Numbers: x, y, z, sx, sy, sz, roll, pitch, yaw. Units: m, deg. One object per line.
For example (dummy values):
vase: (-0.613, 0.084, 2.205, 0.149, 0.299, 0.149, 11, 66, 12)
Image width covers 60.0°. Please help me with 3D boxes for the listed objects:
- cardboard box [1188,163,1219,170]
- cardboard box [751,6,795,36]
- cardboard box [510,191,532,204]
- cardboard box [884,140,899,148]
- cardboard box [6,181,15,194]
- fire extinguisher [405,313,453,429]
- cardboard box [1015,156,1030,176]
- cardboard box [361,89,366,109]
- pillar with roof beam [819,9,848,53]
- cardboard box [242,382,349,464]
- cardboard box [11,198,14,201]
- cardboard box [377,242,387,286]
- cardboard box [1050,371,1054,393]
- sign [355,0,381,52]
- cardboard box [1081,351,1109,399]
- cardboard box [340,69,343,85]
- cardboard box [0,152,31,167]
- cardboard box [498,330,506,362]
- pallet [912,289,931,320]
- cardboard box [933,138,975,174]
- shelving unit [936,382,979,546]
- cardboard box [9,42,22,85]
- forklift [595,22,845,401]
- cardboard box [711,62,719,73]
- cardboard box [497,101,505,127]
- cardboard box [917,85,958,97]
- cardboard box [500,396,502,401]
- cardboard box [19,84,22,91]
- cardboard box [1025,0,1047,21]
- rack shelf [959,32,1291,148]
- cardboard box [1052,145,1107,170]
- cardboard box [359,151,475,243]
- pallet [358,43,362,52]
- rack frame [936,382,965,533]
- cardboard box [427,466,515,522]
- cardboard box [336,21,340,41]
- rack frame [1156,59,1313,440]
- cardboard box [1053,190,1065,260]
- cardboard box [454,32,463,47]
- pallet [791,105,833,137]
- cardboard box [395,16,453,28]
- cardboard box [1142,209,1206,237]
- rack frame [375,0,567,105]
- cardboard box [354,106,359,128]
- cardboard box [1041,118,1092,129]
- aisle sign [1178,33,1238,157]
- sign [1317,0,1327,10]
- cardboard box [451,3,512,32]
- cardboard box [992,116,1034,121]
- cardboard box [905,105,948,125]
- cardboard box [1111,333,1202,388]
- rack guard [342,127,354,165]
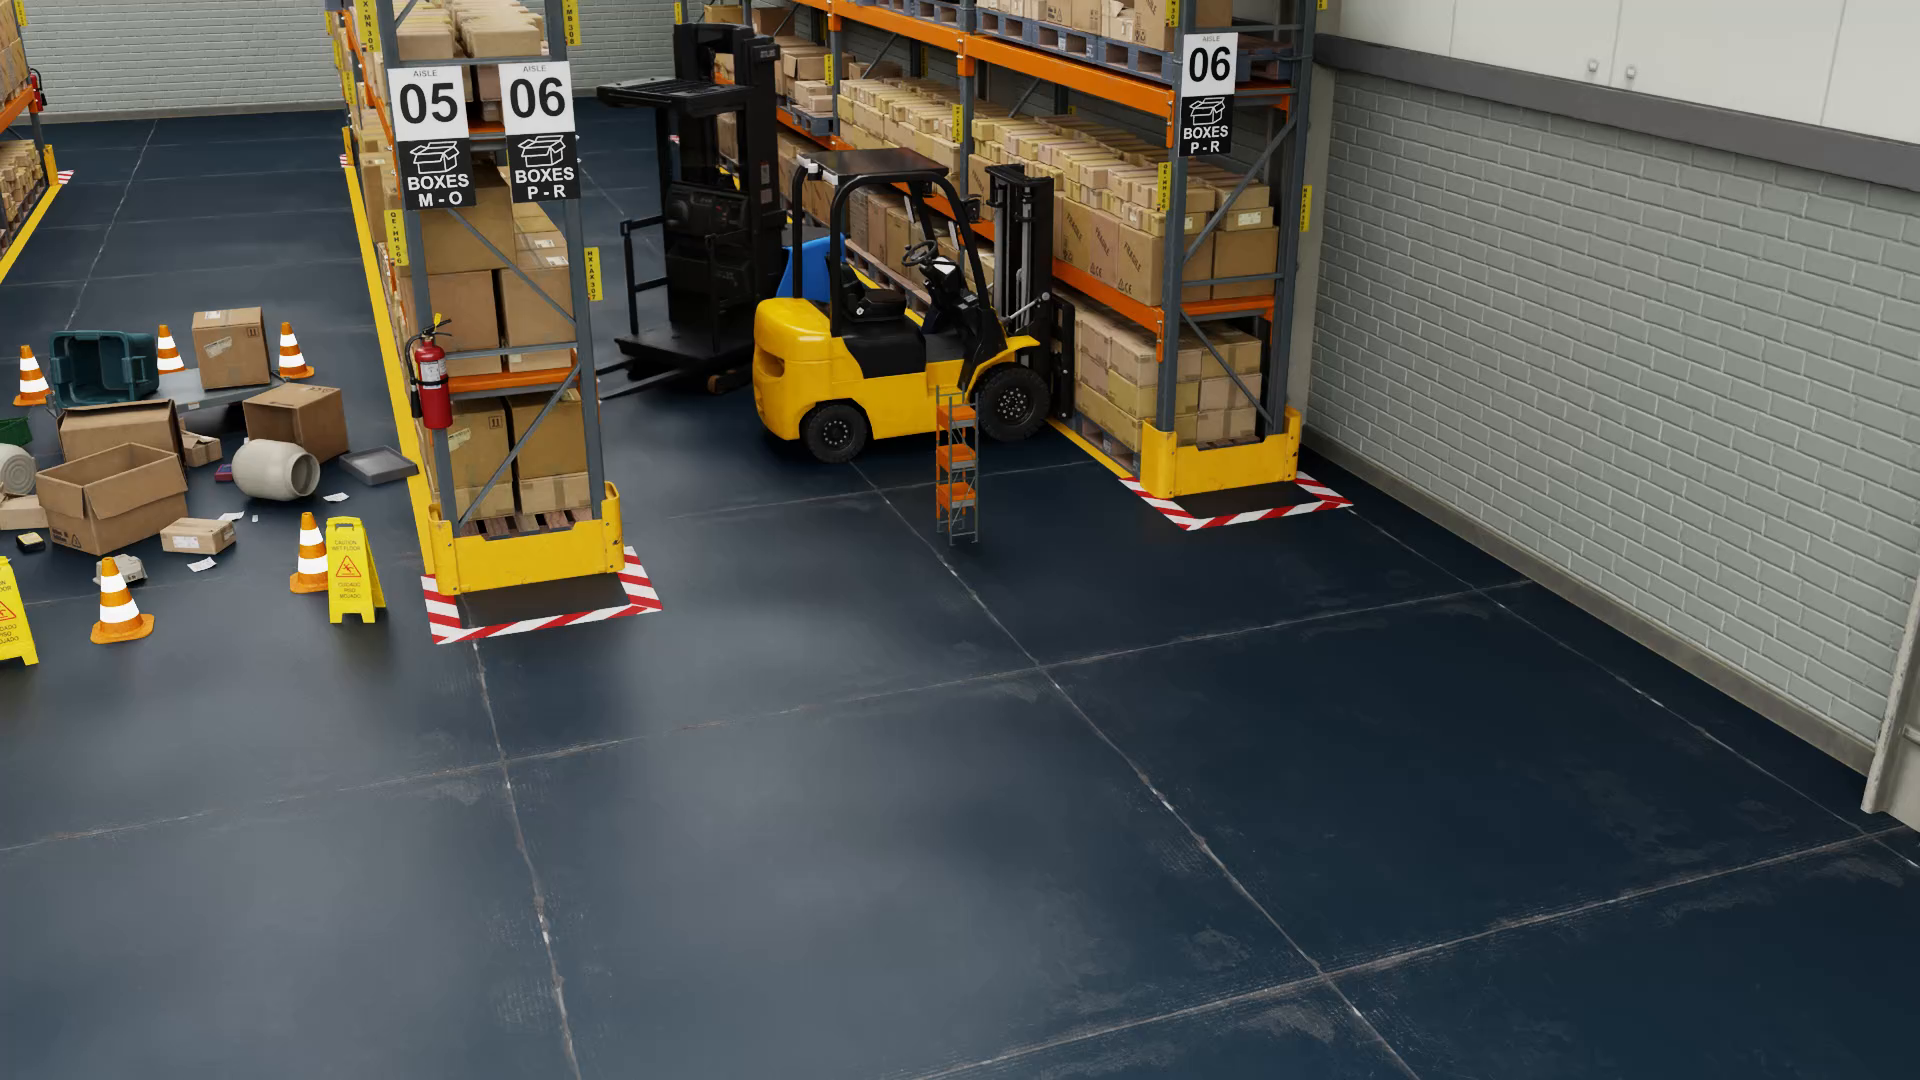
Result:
cardboard box: (1.740, -2.743, 12.548, 0.380, 0.149, 0.250, -8, 24, -19)
cardboard box: (-2.617, -7.175, 23.255, 0.500, 0.500, 0.500, -9, 24, -20)
cardboard box: (-3.390, -2.276, 12.277, 0.500, 0.500, 0.500, -8, 24, -18)
cardboard box: (-0.455, -3.908, 16.853, 0.500, 0.250, 0.500, -8, 24, -17)
cardboard box: (-11.867, -4.343, 20.438, 0.380, 0.149, 0.250, -7, 24, -17)
fire extinguisher: (-3.133, -1.001, 9.862, 0.296, 0.674, 0.183, -8, 24, -19)
cardboard box: (0.673, -3.090, 13.755, 0.380, 0.149, 0.250, -9, 24, -20)
cardboard box: (-5.436, -4.041, 15.923, 0.500, 0.500, 0.500, -7, 24, -16)
pillar with roof beam: (-5.770, -8.734, 20.386, 9.100, 9.000, 0.400, -8, 24, -19)
cardboard box: (-5.050, -0.868, 12.662, 0.500, 0.500, 0.500, 8, 24, 18)
cardboard box: (-11.635, -4.021, 20.059, 0.380, 0.149, 0.250, -8, 24, -19)
cardboard box: (-5.378, -2.824, 16.930, 0.950, 0.372, 0.625, -10, 25, -23)
cardboard box: (0.899, -1.428, 13.775, 0.500, 0.250, 0.500, -8, 24, -17)
sign: (-3.269, -2.862, 9.177, 0.100, 0.325, 0.005, -8, 24, -19)
cardboard box: (1.268, -1.298, 12.823, 0.500, 0.250, 0.500, -9, 24, -20)
cardboard box: (-8.126, -6.420, 22.490, 0.500, 0.500, 0.500, -8, 24, -19)
cardboard box: (-12.141, -4.867, 21.298, 0.380, 0.149, 0.250, -7, 24, -17)
cardboard box: (-2.772, -1.267, 10.717, 0.380, 0.149, 0.250, -8, 24, -18)
pallet: (0.190, -2.254, 16.327, 1.003, 0.211, 1.213, -8, 24, -19)
cardboard box: (0.074, -3.581, 15.435, 0.500, 0.250, 0.500, -9, 24, -20)
shelving unit: (-0.019, -0.503, 11.092, 0.215, 1.050, 0.252, -8, 24, -19)
cardboard box: (-12.413, -6.106, 21.364, 0.500, 0.500, 0.500, -9, 24, -20)
forklift: (-2.307, -2.808, 14.137, 1.130, 2.935, 3.031, 16, 28, 33)
cardboard box: (-3.372, -6.796, 23.837, 0.380, 0.149, 0.250, -8, 24, -18)
cardboard box: (-2.556, -2.573, 9.953, 0.380, 0.149, 0.250, -8, 24, -19)
cardboard box: (-0.239, -4.723, 17.630, 0.380, 0.149, 0.250, -9, 24, -20)
cardboard box: (-2.967, -0.942, 11.657, 0.500, 0.500, 0.500, -9, 25, -21)
cardboard box: (-12.558, -5.948, 21.823, 0.380, 0.149, 0.250, -8, 24, -19)
cardboard box: (0.727, -4.256, 13.127, 0.396, 0.266, 0.258, -9, 24, -20)
rack shelf: (1.193, -3.601, 12.996, 1.077, 0.370, 4.000, -8, 24, -19)
cardboard box: (0.956, -3.057, 13.294, 0.380, 0.149, 0.250, -8, 24, -19)
cardboard box: (-3.575, -2.297, 11.038, 0.700, 0.500, 0.500, -9, 24, -20)
pallet: (-4.274, -4.129, 13.564, 1.213, 0.211, 1.003, -8, 24, -19)
rack frame: (-0.062, -0.548, 11.197, 0.200, 1.050, 0.008, -8, 24, -19)
cardboard box: (-3.288, -0.333, 11.178, 0.500, 0.250, 0.500, -8, 24, -19)
cardboard box: (-7.407, -6.142, 20.543, 0.500, 0.500, 0.500, -9, 24, -19)
rack frame: (1.900, -1.823, 11.714, 1.000, 3.000, 0.127, -8, 24, -19)
cardboard box: (0.936, -2.569, 13.355, 0.500, 0.500, 0.500, -8, 24, -19)
cardboard box: (-3.045, -3.179, 10.879, 0.500, 0.250, 0.500, -8, 24, -17)
pallet: (-1.232, -4.879, 19.210, 1.213, 0.211, 1.003, -8, 24, -19)
cardboard box: (-3.342, -3.146, 10.286, 0.380, 0.149, 0.250, -8, 24, -19)
cardboard box: (1.515, -2.256, 11.777, 0.380, 0.149, 0.250, -8, 24, -18)
rack frame: (-2.743, -3.906, 8.930, 1.000, 3.000, 0.127, -8, 24, -19)
cardboard box: (-6.162, -4.536, 17.700, 0.500, 0.250, 0.500, -9, 24, -20)
cardboard box: (0.932, -3.588, 14.553, 0.380, 0.149, 0.250, -9, 24, -20)
aisle sign: (1.648, -2.957, 11.057, 0.394, 0.787, 0.004, -8, 24, -19)
sign: (2.421, -3.719, 11.122, 0.100, 0.325, 0.005, -8, 24, -19)
cardboard box: (-3.186, -3.489, 11.101, 0.380, 0.149, 0.250, -8, 24, -18)
cardboard box: (0.518, -3.884, 15.638, 0.380, 0.149, 0.250, -9, 25, -21)
cardboard box: (-0.321, -4.176, 16.331, 0.380, 0.149, 0.250, -8, 24, -19)
cardboard box: (1.445, -1.335, 12.268, 0.500, 0.250, 0.500, -8, 24, -17)
rack guard: (-8.403, -5.812, 24.395, 1.175, 0.500, 0.348, -8, 24, -19)
